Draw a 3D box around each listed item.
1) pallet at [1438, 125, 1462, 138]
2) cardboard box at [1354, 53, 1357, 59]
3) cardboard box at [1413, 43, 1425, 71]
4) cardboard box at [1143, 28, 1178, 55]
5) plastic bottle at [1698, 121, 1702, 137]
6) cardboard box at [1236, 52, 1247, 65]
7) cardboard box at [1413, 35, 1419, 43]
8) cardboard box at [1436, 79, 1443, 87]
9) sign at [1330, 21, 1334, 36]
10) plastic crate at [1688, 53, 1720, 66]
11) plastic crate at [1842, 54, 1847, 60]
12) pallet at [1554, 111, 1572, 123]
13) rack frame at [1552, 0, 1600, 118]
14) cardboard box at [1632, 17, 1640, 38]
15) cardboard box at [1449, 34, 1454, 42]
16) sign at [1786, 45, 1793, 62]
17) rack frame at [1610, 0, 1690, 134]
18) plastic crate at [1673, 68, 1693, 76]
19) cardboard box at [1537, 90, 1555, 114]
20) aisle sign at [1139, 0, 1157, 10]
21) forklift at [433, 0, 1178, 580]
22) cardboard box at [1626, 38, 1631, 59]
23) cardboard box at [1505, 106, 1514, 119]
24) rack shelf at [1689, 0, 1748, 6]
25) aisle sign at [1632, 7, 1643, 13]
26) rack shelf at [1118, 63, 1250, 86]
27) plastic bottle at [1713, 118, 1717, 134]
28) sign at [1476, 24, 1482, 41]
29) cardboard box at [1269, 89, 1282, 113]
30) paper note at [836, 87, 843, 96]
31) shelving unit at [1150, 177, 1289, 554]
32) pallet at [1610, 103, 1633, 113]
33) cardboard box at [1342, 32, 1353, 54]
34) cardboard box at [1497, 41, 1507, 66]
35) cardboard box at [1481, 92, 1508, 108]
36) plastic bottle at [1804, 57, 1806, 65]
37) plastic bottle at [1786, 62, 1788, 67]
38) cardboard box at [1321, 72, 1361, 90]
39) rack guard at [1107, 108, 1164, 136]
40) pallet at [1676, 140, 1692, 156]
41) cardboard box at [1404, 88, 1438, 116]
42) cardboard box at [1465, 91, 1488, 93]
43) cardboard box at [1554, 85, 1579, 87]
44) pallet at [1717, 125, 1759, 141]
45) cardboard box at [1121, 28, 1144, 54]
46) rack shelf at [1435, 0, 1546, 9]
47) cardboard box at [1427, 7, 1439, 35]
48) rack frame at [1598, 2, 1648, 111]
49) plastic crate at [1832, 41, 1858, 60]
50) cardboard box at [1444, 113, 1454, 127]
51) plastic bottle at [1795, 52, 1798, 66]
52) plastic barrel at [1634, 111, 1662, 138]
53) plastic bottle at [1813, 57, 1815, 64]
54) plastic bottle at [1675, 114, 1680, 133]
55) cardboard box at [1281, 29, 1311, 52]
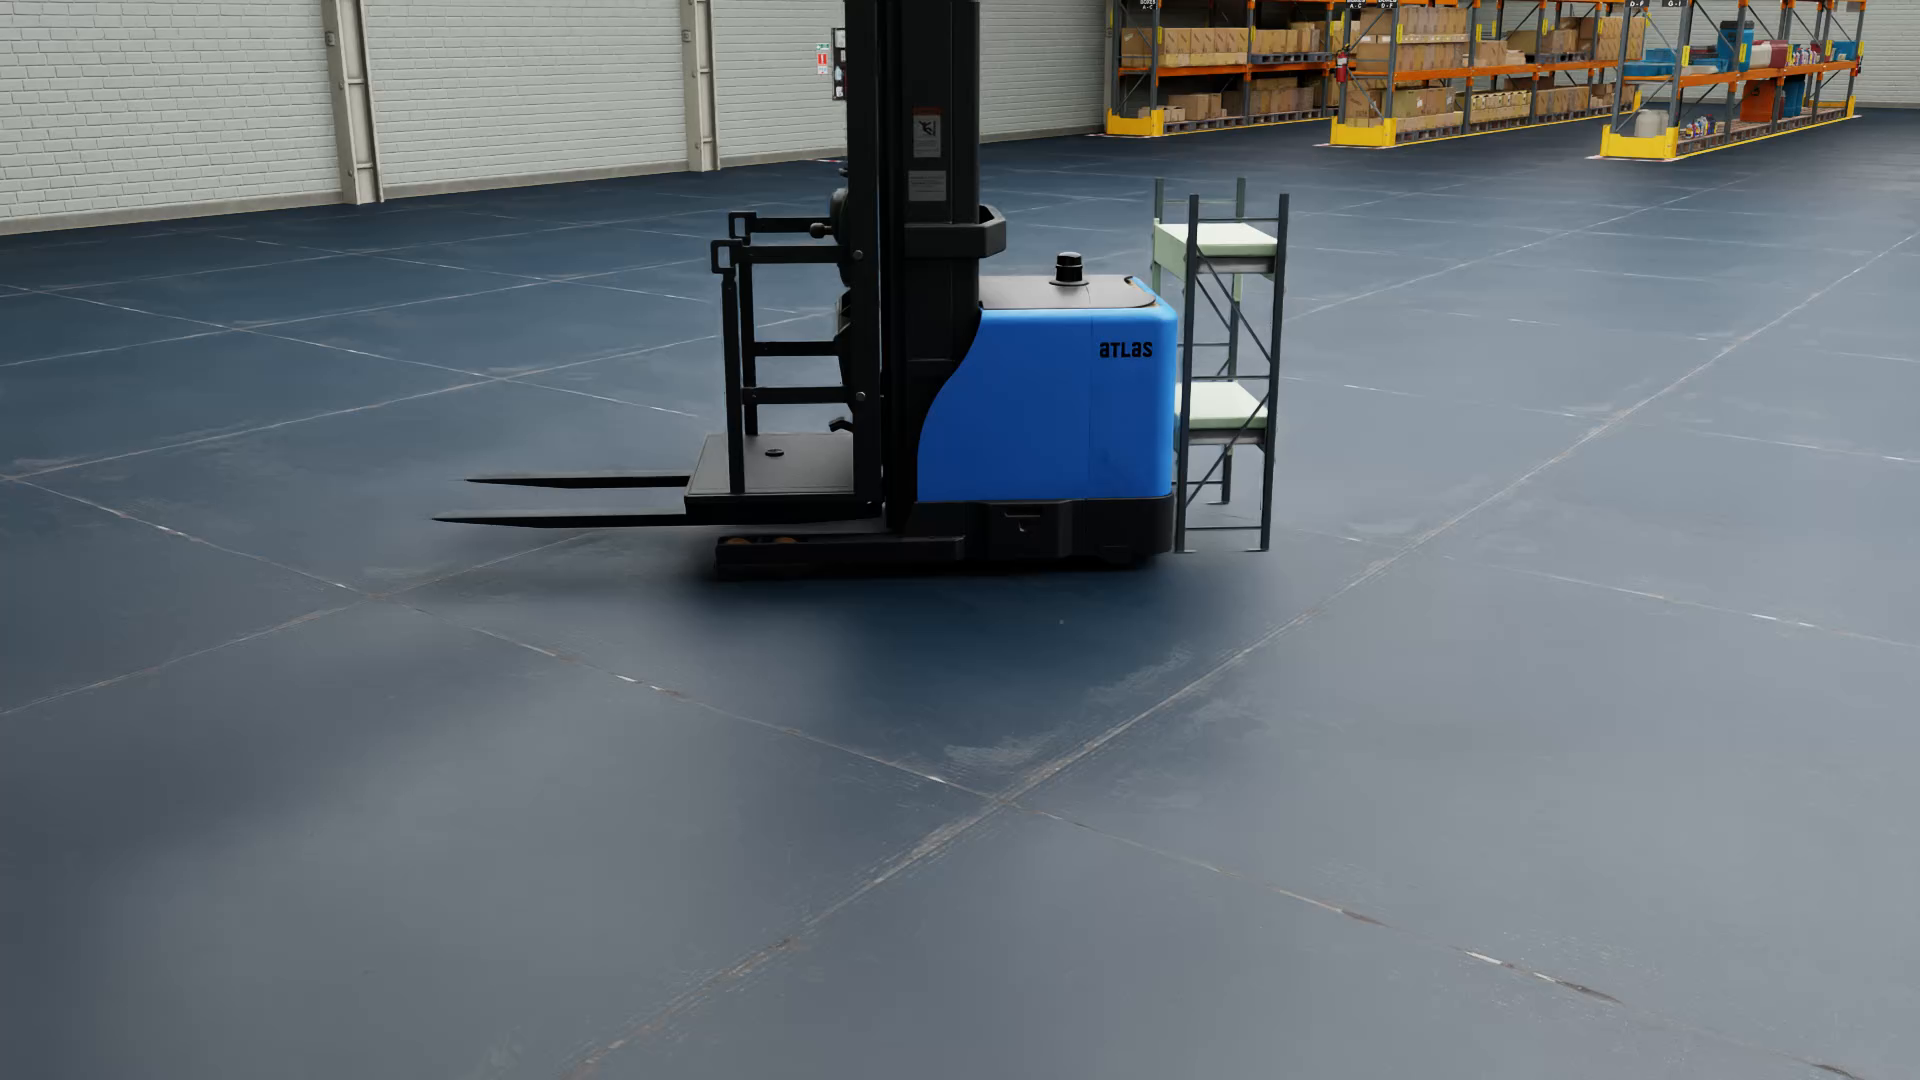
[{"bbox_3d":[9.355,-8.212,33.331,1.003,0.211,1.213,12,21,35],"label":"pallet"},{"bbox_3d":[9.553,-11.847,40.726,0.380,0.149,0.250,13,21,35],"label":"cardboard box"},{"bbox_3d":[8.377,-9.173,31.555,0.700,0.500,0.500,13,21,35],"label":"cardboard box"},{"bbox_3d":[4.025,-10.004,33.355,0.500,0.500,0.500,12,21,35],"label":"cardboard box"},{"bbox_3d":[13.170,-7.334,29.662,0.097,0.271,0.097,0,17,0],"label":"plastic bottle"},{"bbox_3d":[5.843,-10.372,35.804,0.500,0.250,0.500,12,21,35],"label":"cardboard box"},{"bbox_3d":[8.343,-9.368,31.090,0.380,0.149,0.250,12,21,34],"label":"cardboard box"},{"bbox_3d":[12.696,-12.281,45.238,0.700,0.500,0.500,12,21,35],"label":"cardboard box"},{"bbox_3d":[8.707,-11.974,38.926,0.100,0.325,0.005,12,21,35],"label":"sign"},{"bbox_3d":[13.425,-8.718,30.363,0.767,0.338,0.504,12,21,35],"label":"plastic crate"},{"bbox_3d":[20.648,-11.384,39.188,0.396,0.136,0.243,12,21,35],"label":"plastic crate"},{"bbox_3d":[13.449,-9.807,38.468,1.003,0.211,1.213,12,21,35],"label":"pallet"},{"bbox_3d":[14.630,-11.631,39.640,1.000,3.000,0.127,12,21,35],"label":"rack frame"},{"bbox_3d":[16.668,-12.834,41.659,0.500,0.500,0.500,13,22,36],"label":"cardboard box"},{"bbox_3d":[9.414,-9.796,32.470,0.380,0.149,0.250,12,21,35],"label":"cardboard box"},{"bbox_3d":[16.668,-9.785,33.419,0.100,0.325,0.005,12,21,35],"label":"sign"},{"bbox_3d":[11.455,-7.897,27.615,1.000,3.000,0.127,12,21,35],"label":"rack frame"},{"bbox_3d":[12.247,-7.927,28.157,0.298,0.136,0.250,12,21,35],"label":"plastic crate"},{"bbox_3d":[13.054,-9.878,37.469,0.500,0.500,0.500,12,21,33],"label":"cardboard box"},{"bbox_3d":[3.697,-10.819,32.641,0.394,0.787,0.004,12,21,35],"label":"aisle sign"},{"bbox_3d":[-0.657,-1.400,6.811,3.031,2.935,1.130,-1,17,-4],"label":"forklift"},{"bbox_3d":[16.357,-12.235,41.415,0.500,0.500,0.500,13,21,35],"label":"cardboard box"},{"bbox_3d":[11.522,-9.155,35.594,0.500,0.250,0.500,13,21,36],"label":"cardboard box"},{"bbox_3d":[12.647,-9.462,28.810,1.077,0.370,4.000,12,21,35],"label":"rack shelf"},{"bbox_3d":[17.300,-13.787,42.200,0.394,0.787,0.004,12,21,35],"label":"aisle sign"},{"bbox_3d":[4.691,-9.780,34.893,1.077,0.370,4.000,12,21,35],"label":"rack shelf"},{"bbox_3d":[13.817,-7.589,30.464,0.061,0.283,0.133,14,22,37],"label":"plastic bottle"},{"bbox_3d":[10.310,-10.079,33.049,0.100,0.325,0.005,12,21,35],"label":"sign"},{"bbox_3d":[6.912,-10.041,37.993,0.700,0.500,0.500,13,21,35],"label":"cardboard box"},{"bbox_3d":[-2.018,-7.505,27.840,0.016,0.148,0.142,12,21,35],"label":"paper note"},{"bbox_3d":[1.089,-0.774,7.208,0.431,1.500,0.755,-1,17,-4],"label":"shelving unit"},{"bbox_3d":[16.493,-11.044,42.451,1.003,0.211,1.213,12,21,35],"label":"pallet"},{"bbox_3d":[9.080,-11.946,39.949,0.500,0.500,0.500,13,22,36],"label":"cardboard box"},{"bbox_3d":[11.260,-10.324,35.261,0.500,0.500,0.500,11,20,32],"label":"cardboard box"},{"bbox_3d":[11.224,-9.302,35.121,0.500,0.311,0.500,13,22,36],"label":"cardboard box"},{"bbox_3d":[17.985,-10.237,35.487,0.097,0.201,0.097,0,17,0],"label":"plastic bottle"},{"bbox_3d":[16.972,-9.863,34.142,0.061,0.283,0.133,12,21,35],"label":"plastic bottle"},{"bbox_3d":[9.336,-11.086,40.802,0.750,0.750,0.750,12,21,34],"label":"cardboard box"},{"bbox_3d":[3.544,-8.472,33.681,1.175,0.500,0.348,12,21,35],"label":"rack guard"},{"bbox_3d":[11.951,-6.784,28.733,1.003,0.211,1.213,12,21,35],"label":"pallet"},{"bbox_3d":[8.874,-8.464,32.104,0.500,0.500,0.500,12,21,35],"label":"cardboard box"},{"bbox_3d":[11.086,-9.513,35.802,0.500,0.311,0.500,12,21,33],"label":"cardboard box"},{"bbox_3d":[14.741,-10.833,40.544,0.500,0.500,0.500,12,21,35],"label":"cardboard box"},{"bbox_3d":[15.002,-8.003,32.660,1.003,0.211,1.213,12,21,35],"label":"pallet"},{"bbox_3d":[3.609,-10.093,33.643,0.500,0.500,0.500,12,21,34],"label":"cardboard box"},{"bbox_3d":[11.055,-11.291,34.700,1.077,0.370,4.000,12,21,35],"label":"rack shelf"},{"bbox_3d":[8.707,-9.927,31.798,0.700,0.500,0.500,12,21,35],"label":"cardboard box"},{"bbox_3d":[17.013,-12.584,42.708,1.000,3.000,0.127,12,21,35],"label":"rack frame"},{"bbox_3d":[20.939,-11.640,39.509,0.616,0.435,0.499,12,21,35],"label":"plastic crate"},{"bbox_3d":[9.456,-8.347,32.992,0.500,0.250,0.500,12,21,35],"label":"cardboard box"},{"bbox_3d":[17.465,-10.059,34.776,0.061,0.283,0.133,12,21,35],"label":"plastic bottle"},{"bbox_3d":[11.786,-7.079,28.470,0.421,0.512,0.421,0,17,0],"label":"plastic barrel"},{"bbox_3d":[18.583,-10.476,36.257,0.097,0.201,0.097,0,17,0],"label":"plastic bottle"},{"bbox_3d":[13.140,-7.650,30.545,0.144,0.351,0.185,12,21,35],"label":"plastic bottle"},{"bbox_3d":[7.682,-11.559,38.498,0.700,0.500,0.500,10,20,30],"label":"cardboard box"}]
